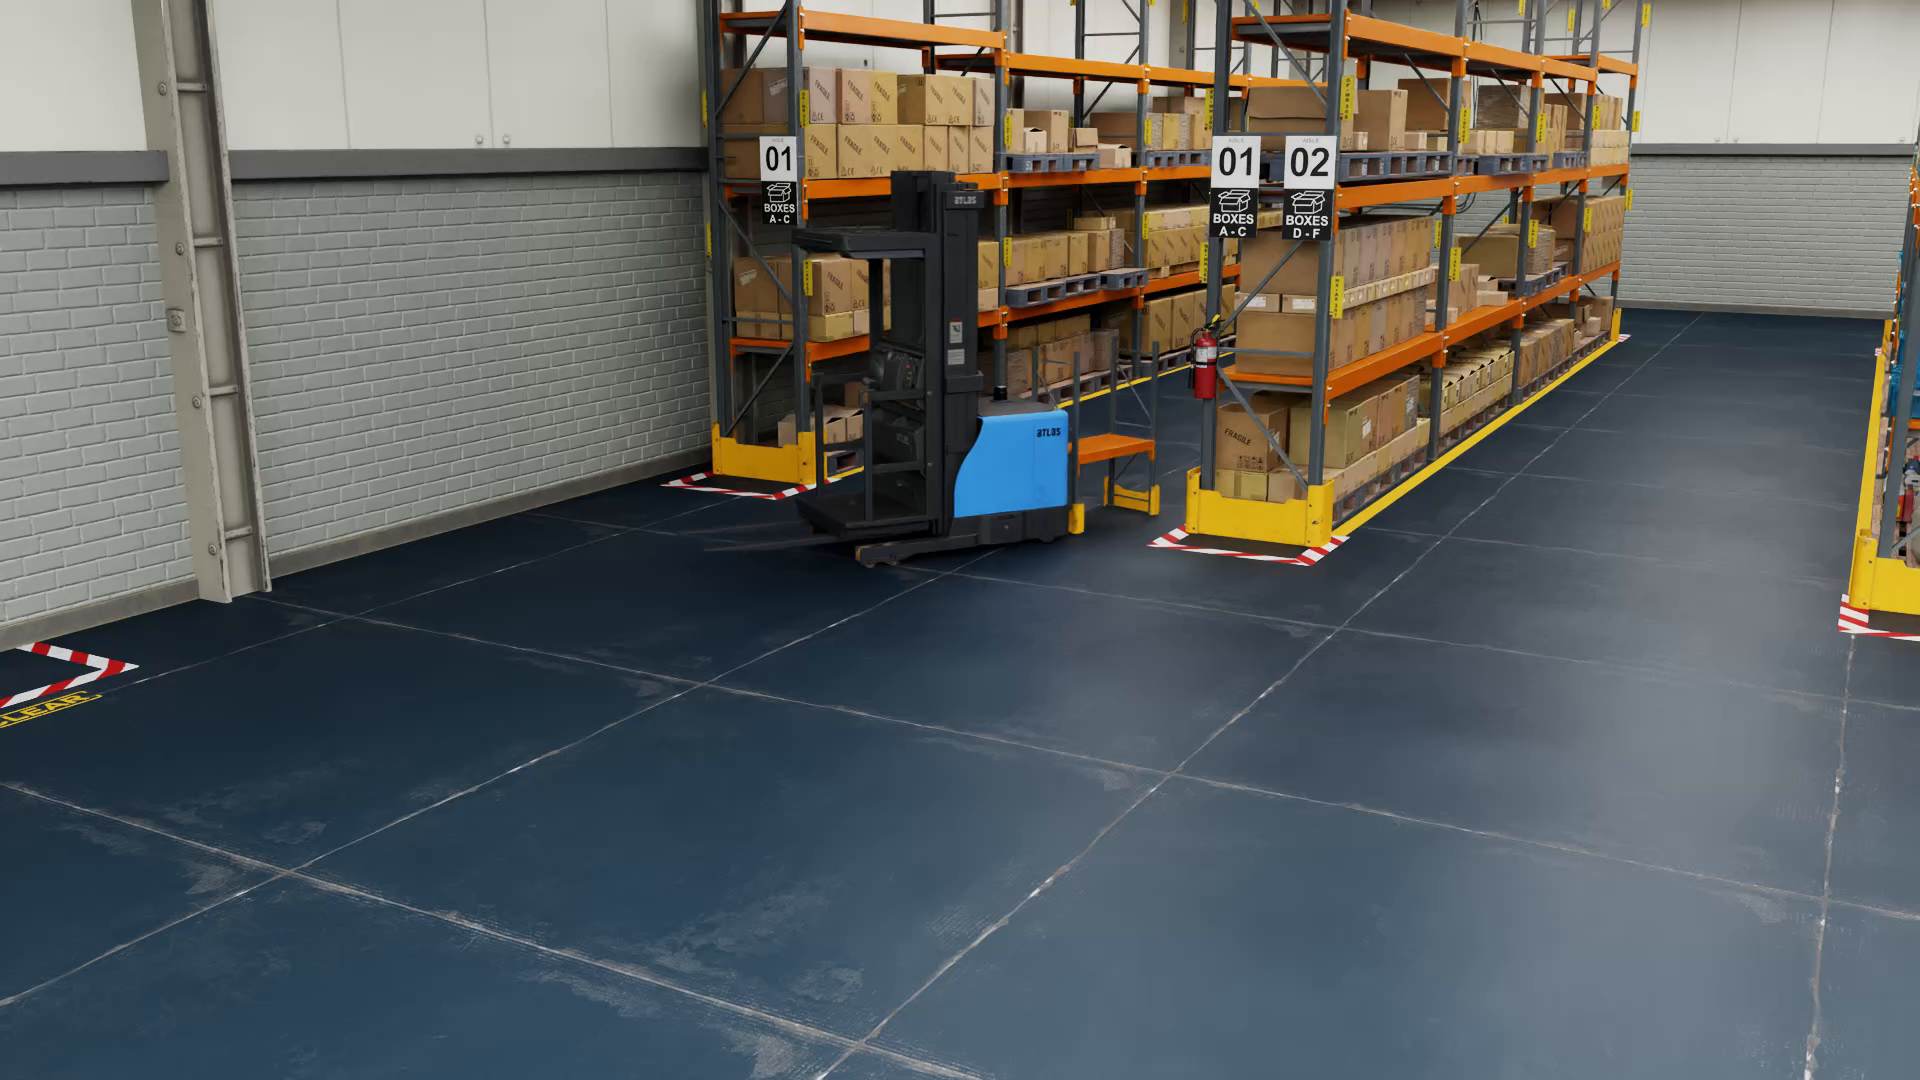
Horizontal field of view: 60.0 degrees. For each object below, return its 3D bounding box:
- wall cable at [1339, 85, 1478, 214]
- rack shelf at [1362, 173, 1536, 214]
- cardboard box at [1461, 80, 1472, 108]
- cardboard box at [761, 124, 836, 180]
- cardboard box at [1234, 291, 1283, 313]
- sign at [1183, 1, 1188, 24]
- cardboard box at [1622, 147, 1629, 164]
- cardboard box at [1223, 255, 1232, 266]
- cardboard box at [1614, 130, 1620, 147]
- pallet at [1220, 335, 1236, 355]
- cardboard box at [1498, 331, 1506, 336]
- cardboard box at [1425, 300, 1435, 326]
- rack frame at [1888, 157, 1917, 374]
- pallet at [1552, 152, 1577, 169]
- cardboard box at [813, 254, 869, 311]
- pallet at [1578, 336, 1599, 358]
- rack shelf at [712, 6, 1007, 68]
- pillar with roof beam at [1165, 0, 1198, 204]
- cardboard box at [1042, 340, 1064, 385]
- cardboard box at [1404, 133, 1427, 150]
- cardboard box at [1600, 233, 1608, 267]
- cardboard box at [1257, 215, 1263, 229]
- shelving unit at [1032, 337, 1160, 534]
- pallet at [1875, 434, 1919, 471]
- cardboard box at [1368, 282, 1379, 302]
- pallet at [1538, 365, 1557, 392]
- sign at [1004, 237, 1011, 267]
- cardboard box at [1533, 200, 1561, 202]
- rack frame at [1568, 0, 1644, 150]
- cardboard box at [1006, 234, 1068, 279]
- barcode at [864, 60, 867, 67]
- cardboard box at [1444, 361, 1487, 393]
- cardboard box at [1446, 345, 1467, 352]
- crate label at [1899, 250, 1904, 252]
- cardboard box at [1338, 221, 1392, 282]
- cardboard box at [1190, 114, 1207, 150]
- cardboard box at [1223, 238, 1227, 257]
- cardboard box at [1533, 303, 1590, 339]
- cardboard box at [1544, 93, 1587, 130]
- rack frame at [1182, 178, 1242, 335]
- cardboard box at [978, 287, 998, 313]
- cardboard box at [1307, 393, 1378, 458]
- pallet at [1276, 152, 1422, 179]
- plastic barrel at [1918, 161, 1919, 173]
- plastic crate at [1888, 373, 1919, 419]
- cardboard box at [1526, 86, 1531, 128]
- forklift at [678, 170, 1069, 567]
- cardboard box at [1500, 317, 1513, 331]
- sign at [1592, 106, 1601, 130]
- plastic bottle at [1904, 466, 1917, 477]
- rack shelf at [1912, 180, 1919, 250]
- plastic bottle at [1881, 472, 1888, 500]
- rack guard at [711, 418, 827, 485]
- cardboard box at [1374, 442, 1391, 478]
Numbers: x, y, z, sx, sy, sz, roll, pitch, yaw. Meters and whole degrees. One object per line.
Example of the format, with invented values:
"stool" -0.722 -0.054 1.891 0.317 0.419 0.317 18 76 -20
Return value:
"wall cable" 8.901 -7.870 33.602 3.097 2.526 0.112 7 15 28
"rack shelf" 5.358 -3.839 18.193 1.077 0.370 4.000 7 15 28
"cardboard box" 4.979 -4.516 17.289 0.500 0.500 0.500 9 16 33
"cardboard box" -1.500 -3.617 15.481 0.500 0.500 0.500 8 16 30
"cardboard box" 2.476 -1.964 13.682 0.380 0.149 0.250 7 15 27
"sign" 3.447 -8.038 25.342 0.100 0.325 0.005 7 15 28
"cardboard box" 10.175 -6.032 26.076 0.500 0.250 0.500 7 15 28
"cardboard box" 3.904 -4.254 25.272 0.380 0.149 0.250 8 16 29
"cardboard box" 9.681 -6.072 25.172 0.500 0.250 0.500 7 15 28
"pallet" 3.614 -3.000 25.526 1.003 0.211 1.213 7 15 28
"cardboard box" 6.822 -2.464 21.750 0.500 0.500 0.500 7 15 26
"cardboard box" 4.591 -2.354 17.216 0.500 0.250 0.500 9 16 32
"rack frame" 12.593 -3.400 21.236 1.000 3.000 0.127 7 15 28
"pallet" 7.383 -4.990 21.831 1.213 0.211 1.003 7 15 28
"cardboard box" -1.139 -2.526 16.288 0.500 0.500 0.500 7 15 28
"pallet" 9.180 -2.998 25.520 1.003 0.211 1.213 7 15 28
"rack shelf" -0.914 -5.036 16.763 1.077 0.370 4.000 7 15 28
"pillar with roof beam" 7.270 -7.193 24.167 9.100 9.000 0.400 7 15 28
"cardboard box" 0.882 -2.244 20.838 0.700 0.500 0.500 8 15 29
"cardboard box" 4.048 -3.650 15.216 0.380 0.149 0.250 7 15 28
"cardboard box" 9.477 -4.396 25.156 0.500 0.500 0.500 7 15 27
"cardboard box" 4.197 -4.778 26.310 0.980 0.700 0.700 8 16 29
"shelving unit" 1.152 -0.916 14.134 1.083 1.500 0.587 -13 19 -43
"pallet" 9.660 -0.820 16.483 1.003 0.211 1.213 7 15 28
"cardboard box" 3.457 -2.184 14.596 0.380 0.149 0.250 7 15 27
"pallet" 7.310 -2.184 22.141 1.003 0.211 1.213 7 15 28
"sign" 0.532 -3.242 18.733 0.100 0.325 0.005 7 15 28
"cardboard box" 8.522 -4.735 24.427 0.500 0.500 0.500 7 15 27
"rack frame" 10.192 -7.699 26.268 1.000 3.000 0.127 7 15 28
"cardboard box" 0.896 -3.496 20.484 0.700 0.500 0.500 10 17 36
"barcode" -0.995 -5.026 17.528 0.001 0.075 0.075 7 15 28
"cardboard box" 5.551 -1.833 18.509 0.500 0.311 0.500 8 16 30
"cardboard box" 5.815 -2.207 20.062 0.500 0.311 0.500 8 16 30
"crate label" 14.119 -4.155 24.597 0.416 0.233 0.303 7 15 28
"cardboard box" 3.455 -2.599 14.933 0.700 0.500 0.500 7 15 28
"cardboard box" 3.187 -5.953 24.275 0.700 0.500 0.500 7 15 27
"cardboard box" 3.680 -4.496 24.892 0.500 0.500 0.500 8 15 28
"cardboard box" 9.162 -3.348 25.409 0.797 0.503 0.637 7 15 28
"cardboard box" 8.460 -6.059 23.518 0.700 0.500 0.500 7 15 28
"rack frame" 3.921 -4.522 25.891 1.000 3.000 0.127 7 15 28
"cardboard box" 0.090 -2.686 18.553 0.500 0.250 0.500 7 15 28
"cardboard box" 3.382 -1.023 14.749 0.500 0.500 0.500 7 15 28
"pallet" 3.411 -3.308 14.645 1.003 0.211 1.213 7 15 28
"plastic barrel" 9.098 -3.724 15.109 0.600 0.901 0.600 0 14 0
"plastic crate" 6.772 -1.002 11.607 0.499 0.251 0.616 7 15 28
"cardboard box" 6.788 -5.327 20.484 0.500 0.500 0.500 7 15 28
"forklift" -0.674 -1.356 12.906 3.031 2.935 1.130 -7 15 -25
"cardboard box" 7.086 -2.945 22.145 0.500 0.250 0.500 7 15 27
"sign" 8.746 -5.801 22.851 0.100 0.325 0.005 7 15 28
"plastic bottle" 8.008 -0.484 14.024 0.097 0.271 0.097 0 14 0
"rack shelf" 7.759 -2.457 12.458 1.077 0.370 4.000 7 15 28
"plastic bottle" 7.765 -0.465 13.921 0.061 0.283 0.133 8 16 31
"rack guard" -1.844 -0.861 16.037 1.175 0.500 0.348 7 15 28
"cardboard box" 3.638 -0.760 15.255 0.500 0.250 0.500 7 15 28
